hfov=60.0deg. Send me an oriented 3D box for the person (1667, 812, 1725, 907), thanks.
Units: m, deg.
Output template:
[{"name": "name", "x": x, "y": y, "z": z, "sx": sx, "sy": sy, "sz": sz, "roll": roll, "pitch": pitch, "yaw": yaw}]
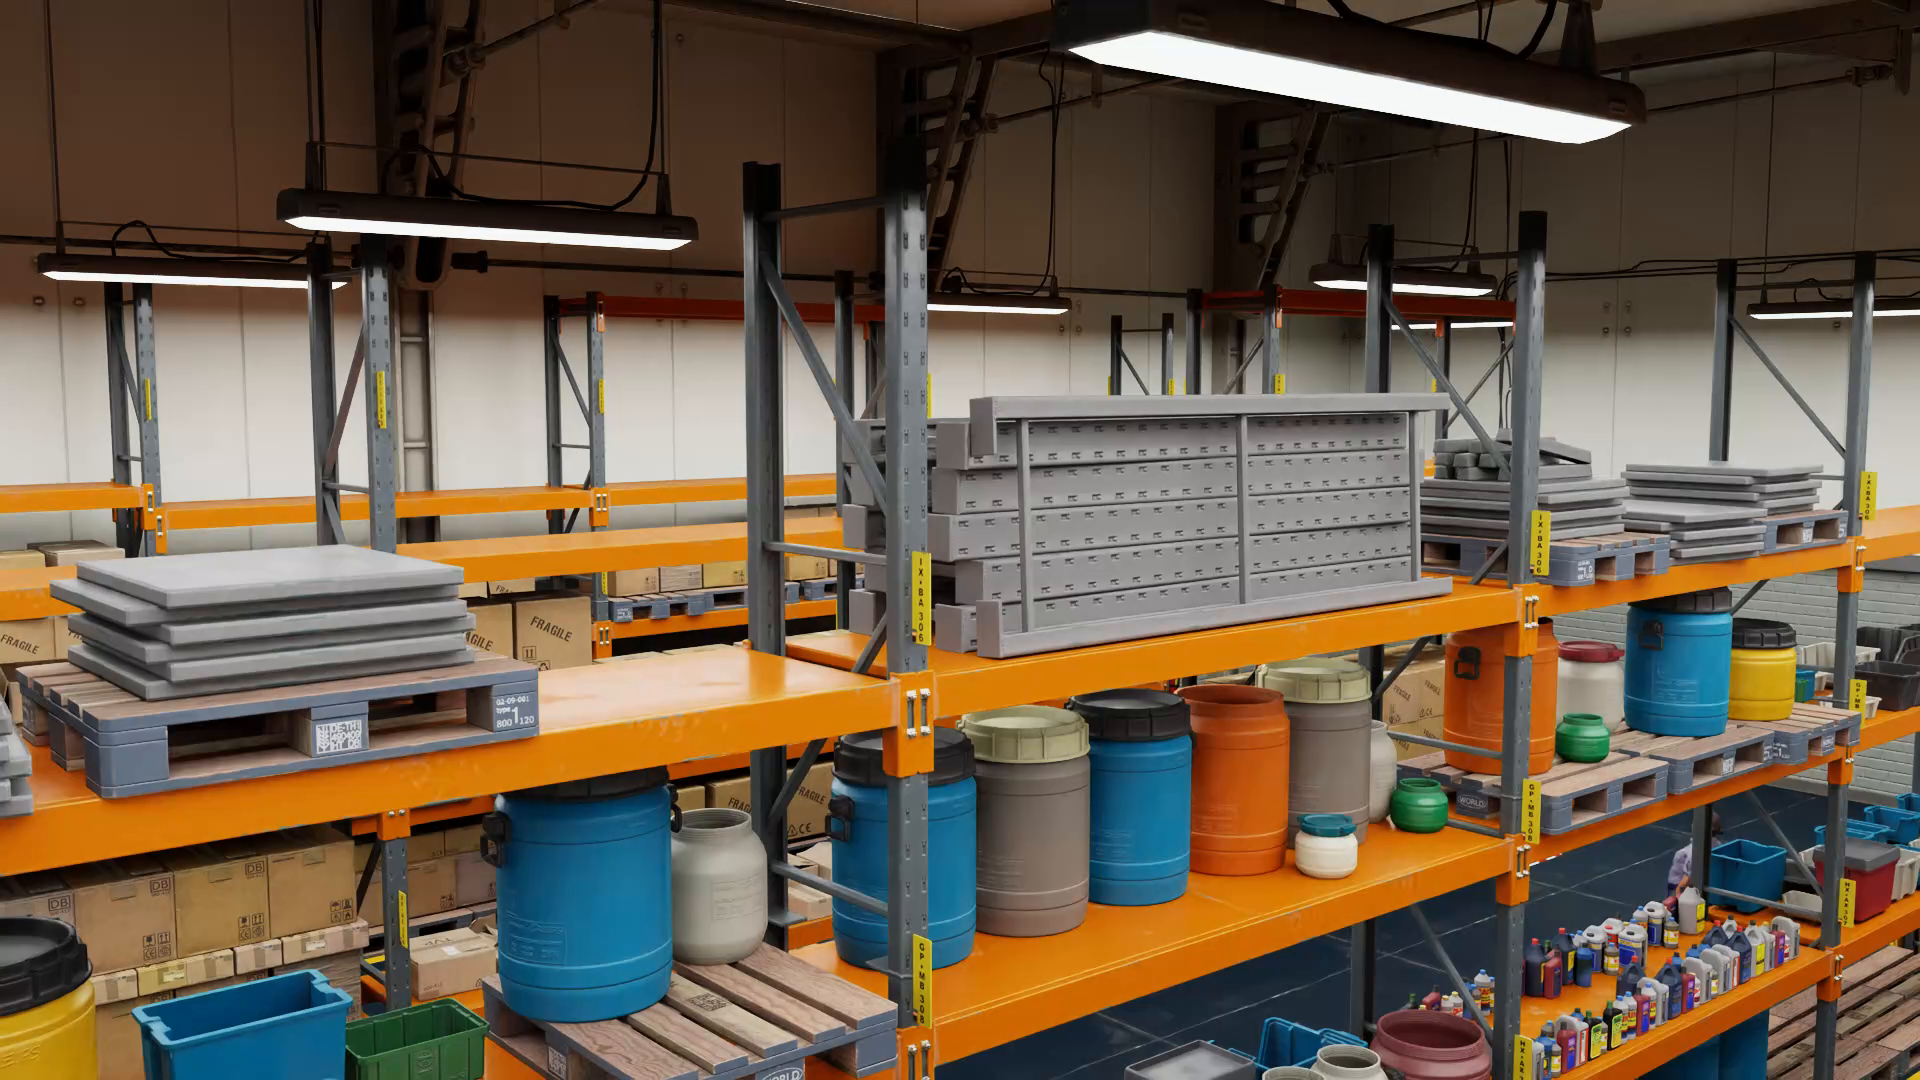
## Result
[{"name": "person", "x": 6.064, "y": 3.044, "z": 13.818, "sx": 0.594, "sy": 1.681, "sz": 0.485, "roll": -3, "pitch": 6, "yaw": -32}]
